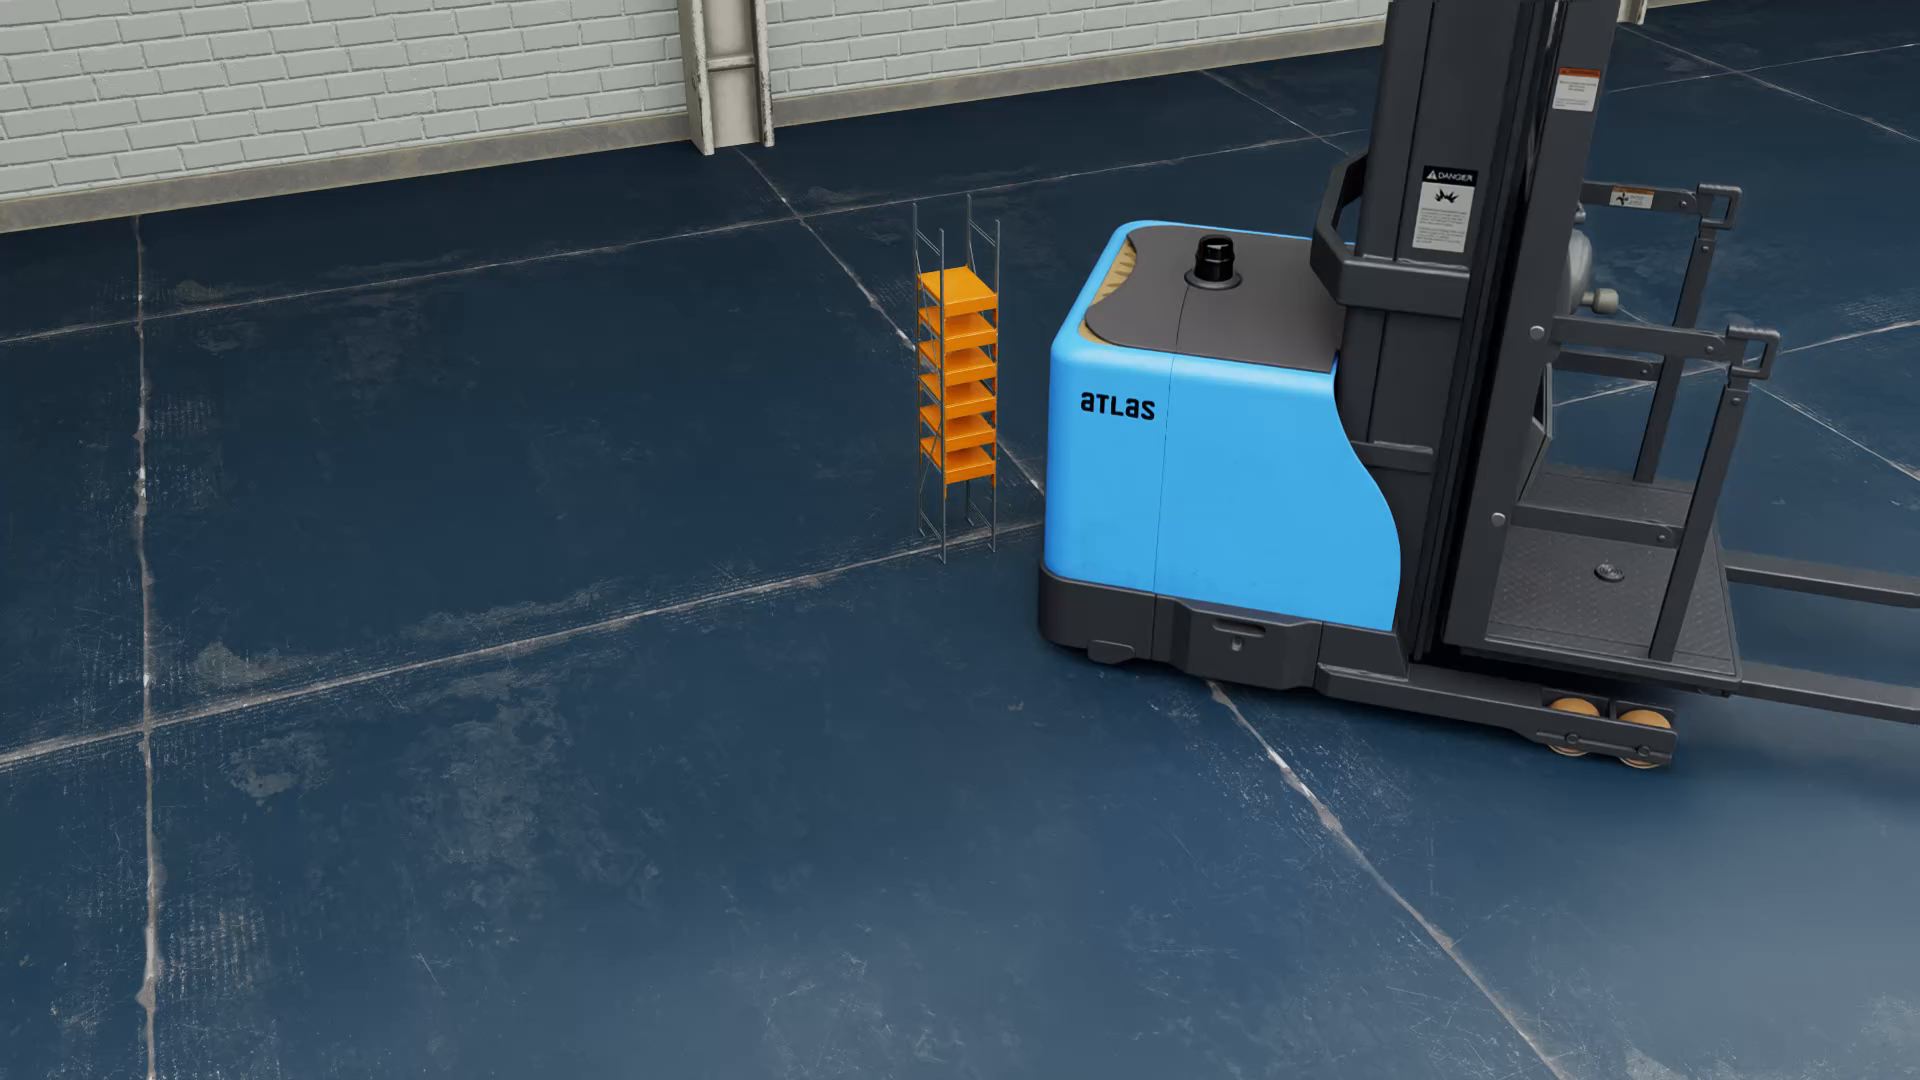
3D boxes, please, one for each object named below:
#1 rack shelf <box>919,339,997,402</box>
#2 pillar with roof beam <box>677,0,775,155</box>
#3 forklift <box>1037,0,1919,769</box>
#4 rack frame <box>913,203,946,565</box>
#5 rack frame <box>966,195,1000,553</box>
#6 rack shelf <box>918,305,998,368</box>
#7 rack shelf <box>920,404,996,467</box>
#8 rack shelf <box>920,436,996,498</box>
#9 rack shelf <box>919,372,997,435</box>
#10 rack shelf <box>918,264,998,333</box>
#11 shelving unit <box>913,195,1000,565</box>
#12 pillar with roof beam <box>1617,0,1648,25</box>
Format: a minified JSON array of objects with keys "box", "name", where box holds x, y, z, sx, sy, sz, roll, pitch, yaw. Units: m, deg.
[{"box":[-0.013,-0.563,5.377,0.180,0.103,0.258,-13,35,-19],"name":"rack shelf"},{"box":[0.417,-3.791,3.325,0.400,9.000,9.100,-13,35,-19],"name":"pillar with roof beam"},{"box":[1.817,-0.901,4.447,3.031,2.935,1.130,9,34,14],"name":"forklift"},{"box":[-0.098,-0.481,5.388,0.006,1.200,0.240,-13,35,-19],"name":"rack frame"},{"box":[0.071,-0.519,5.448,0.006,1.200,0.240,-13,35,-19],"name":"rack frame"},{"box":[-0.013,-0.664,5.311,0.180,0.103,0.258,-13,35,-19],"name":"rack shelf"},{"box":[-0.013,-0.362,5.508,0.180,0.103,0.258,-13,35,-19],"name":"rack shelf"},{"box":[-0.013,-0.261,5.573,0.180,0.103,0.258,-13,35,-19],"name":"rack shelf"},{"box":[-0.013,-0.463,5.442,0.180,0.103,0.258,-13,35,-19],"name":"rack shelf"},{"box":[-0.013,-0.764,5.246,0.180,0.103,0.258,-13,35,-19],"name":"rack shelf"},{"box":[-0.013,-0.500,5.418,0.189,1.200,0.258,-13,35,-19],"name":"shelving unit"},{"box":[5.949,-5.058,5.272,0.400,9.000,9.100,-13,35,-19],"name":"pillar with roof beam"}]
